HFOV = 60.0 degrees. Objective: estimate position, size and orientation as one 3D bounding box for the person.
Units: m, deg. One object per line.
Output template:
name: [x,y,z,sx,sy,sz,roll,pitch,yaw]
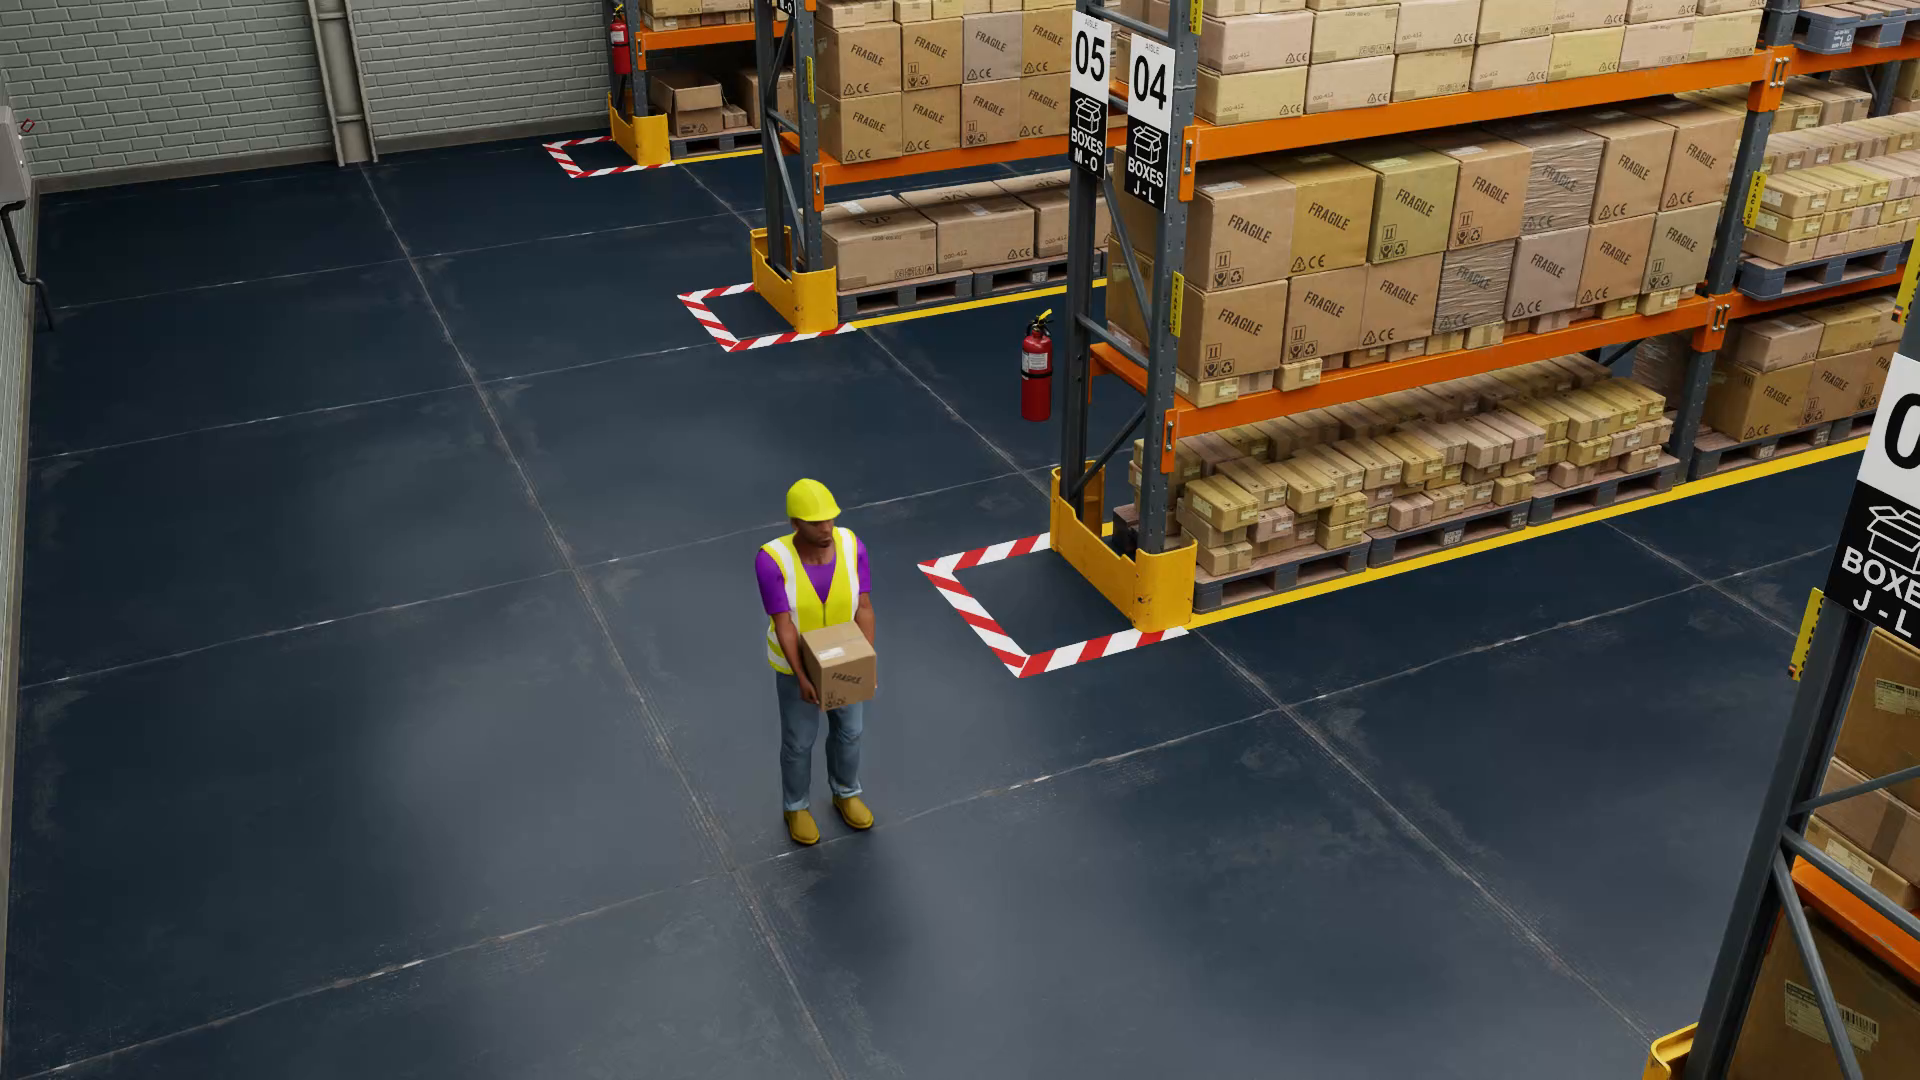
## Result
person: [-0.589,0.581,7.393,0.505,1.763,0.559,-13,32,-22]
